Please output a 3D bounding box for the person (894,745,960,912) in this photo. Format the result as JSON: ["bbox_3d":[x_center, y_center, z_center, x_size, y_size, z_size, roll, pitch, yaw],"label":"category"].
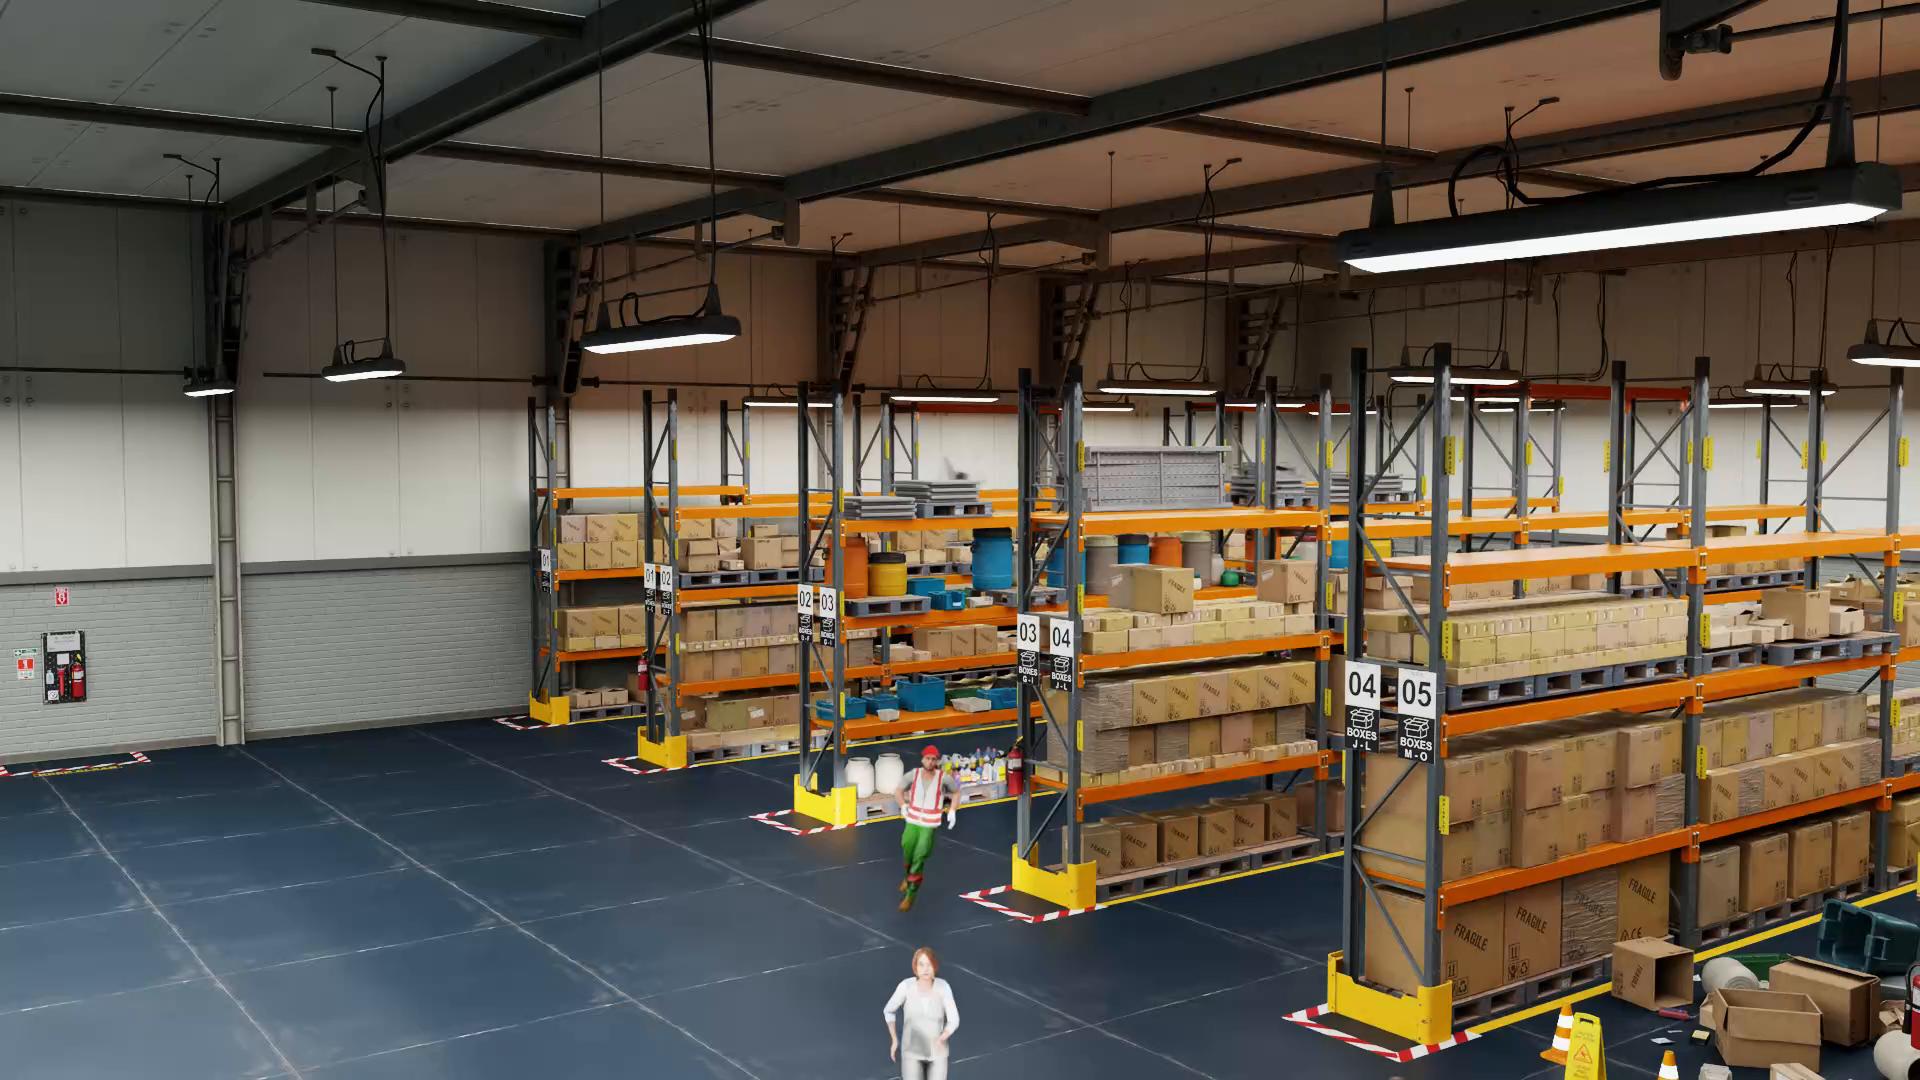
[{"bbox_3d":[-0.403,3.169,18.538,0.719,1.764,0.978,1,3,12],"label":"person"}]

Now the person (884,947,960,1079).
[{"bbox_3d":[-0.261,3.686,11.849,0.530,1.558,0.537,0,3,-7],"label":"person"}]
